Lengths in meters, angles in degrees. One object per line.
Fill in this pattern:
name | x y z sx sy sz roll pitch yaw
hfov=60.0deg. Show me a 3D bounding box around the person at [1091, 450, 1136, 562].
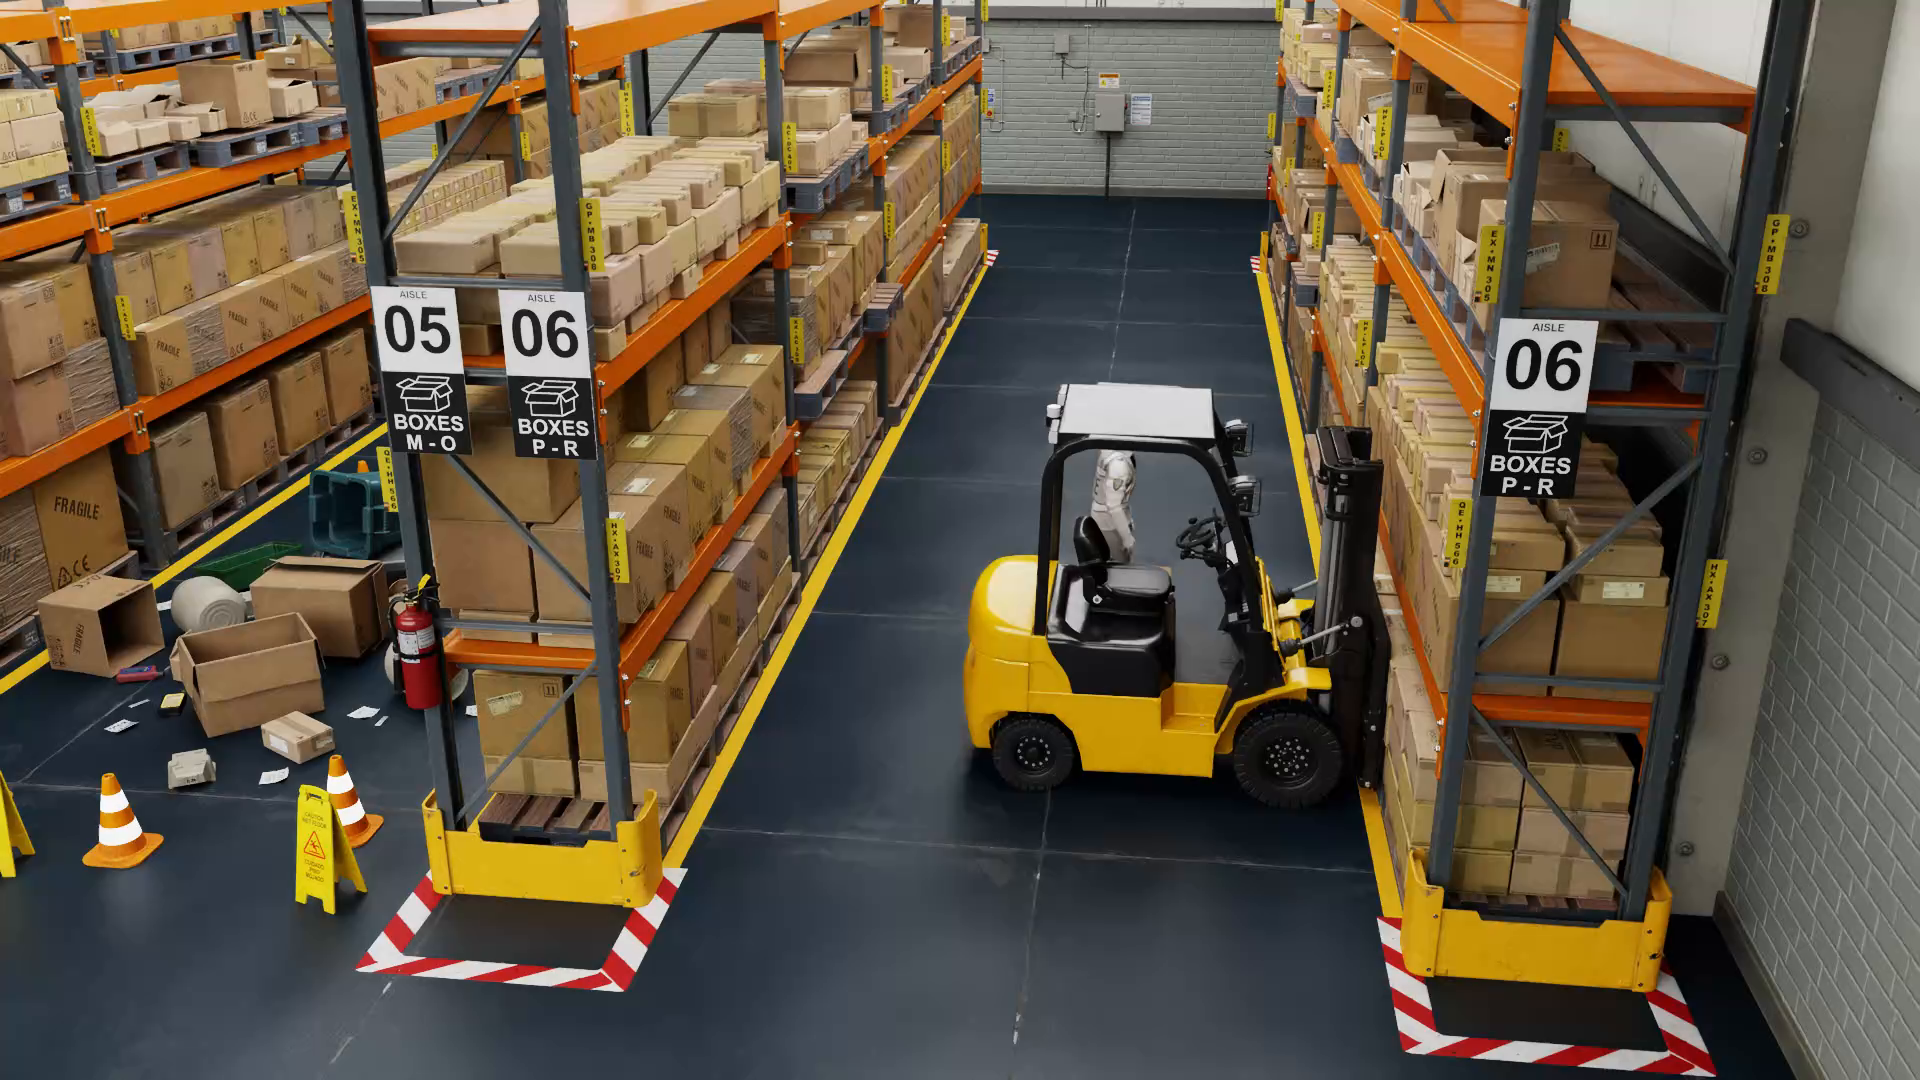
person | 1.060 -0.081 11.279 0.358 1.668 0.511 2 21 5
